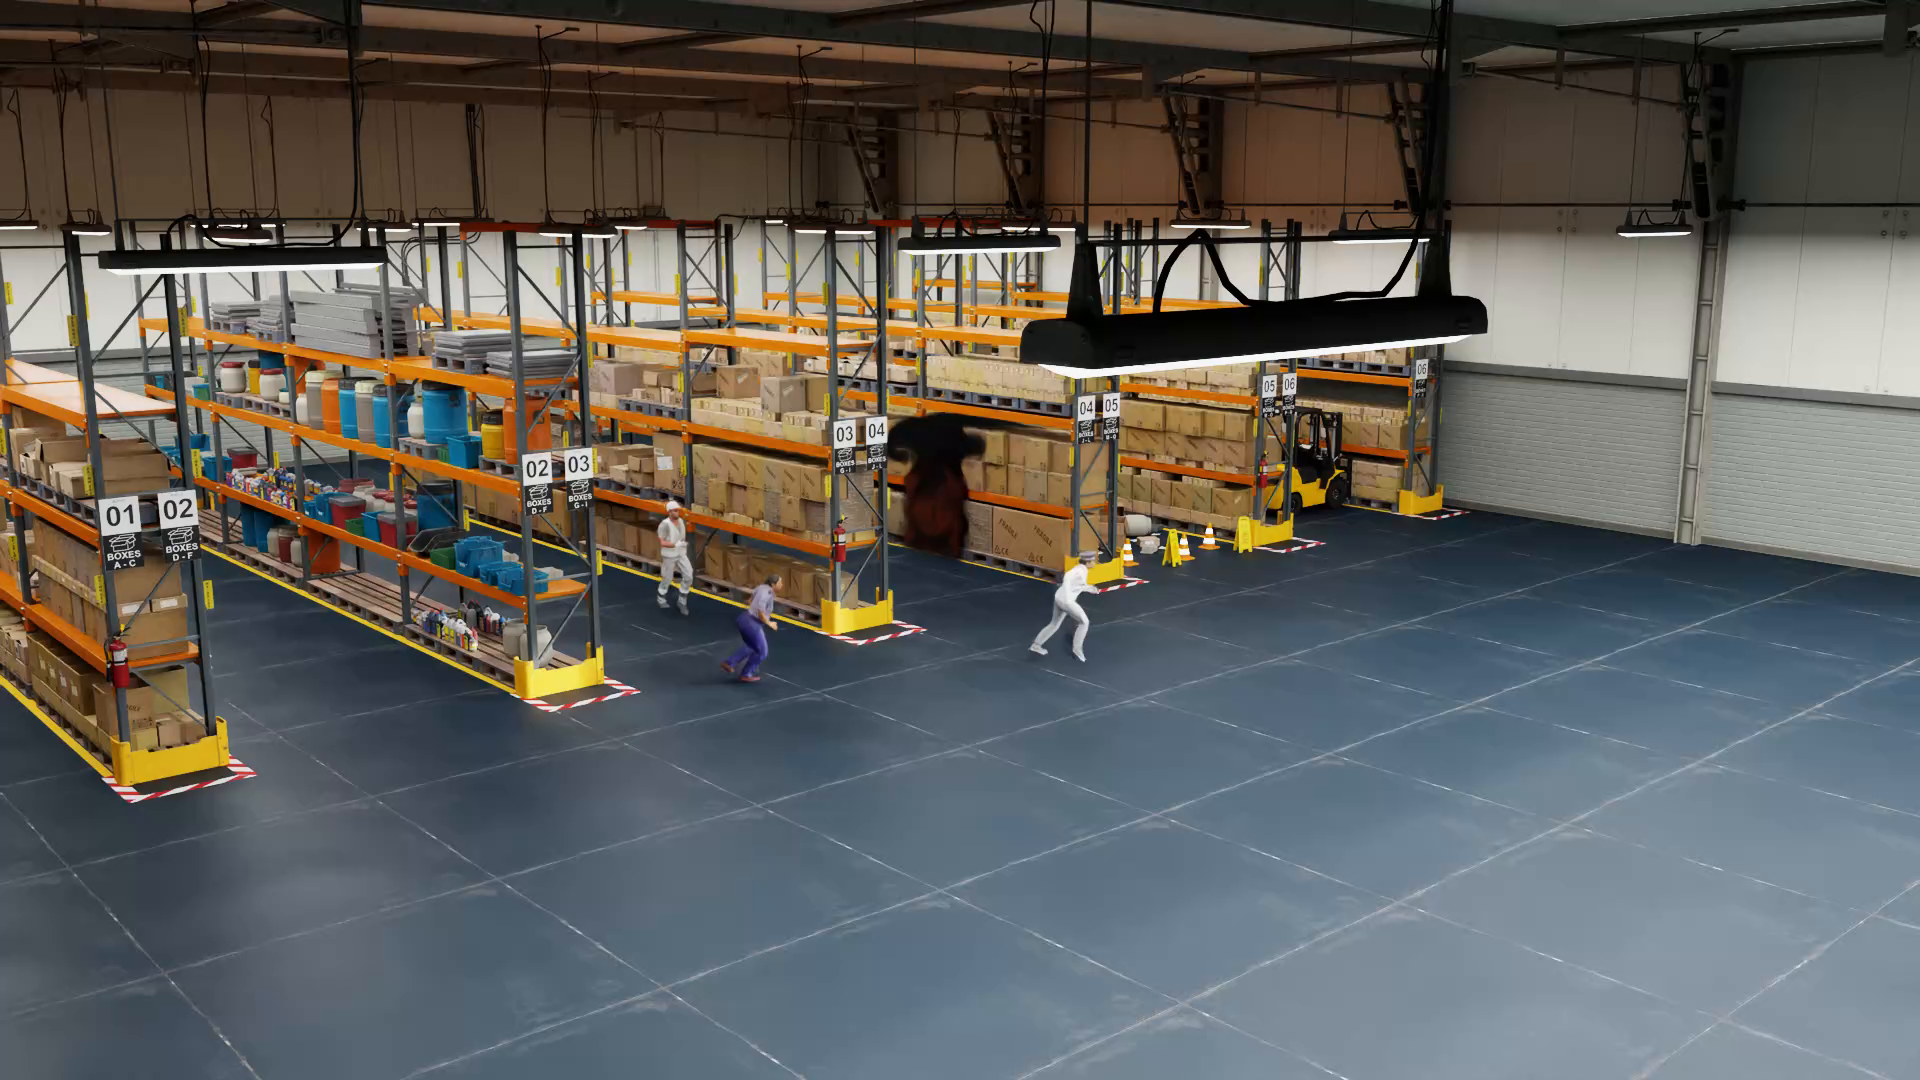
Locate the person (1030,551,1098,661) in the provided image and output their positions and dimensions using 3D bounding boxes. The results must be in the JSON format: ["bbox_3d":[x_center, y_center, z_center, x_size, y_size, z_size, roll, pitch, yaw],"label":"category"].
[{"bbox_3d":[1.457,0.951,23.346,0.951,1.611,0.657,0,11,-2],"label":"person"}]

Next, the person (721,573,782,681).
[{"bbox_3d":[-2.798,1.173,22.335,0.829,1.489,0.584,-3,12,-15],"label":"person"}]

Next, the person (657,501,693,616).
[{"bbox_3d":[-4.450,0.288,25.940,0.625,1.828,0.843,-11,16,-43],"label":"person"}]
